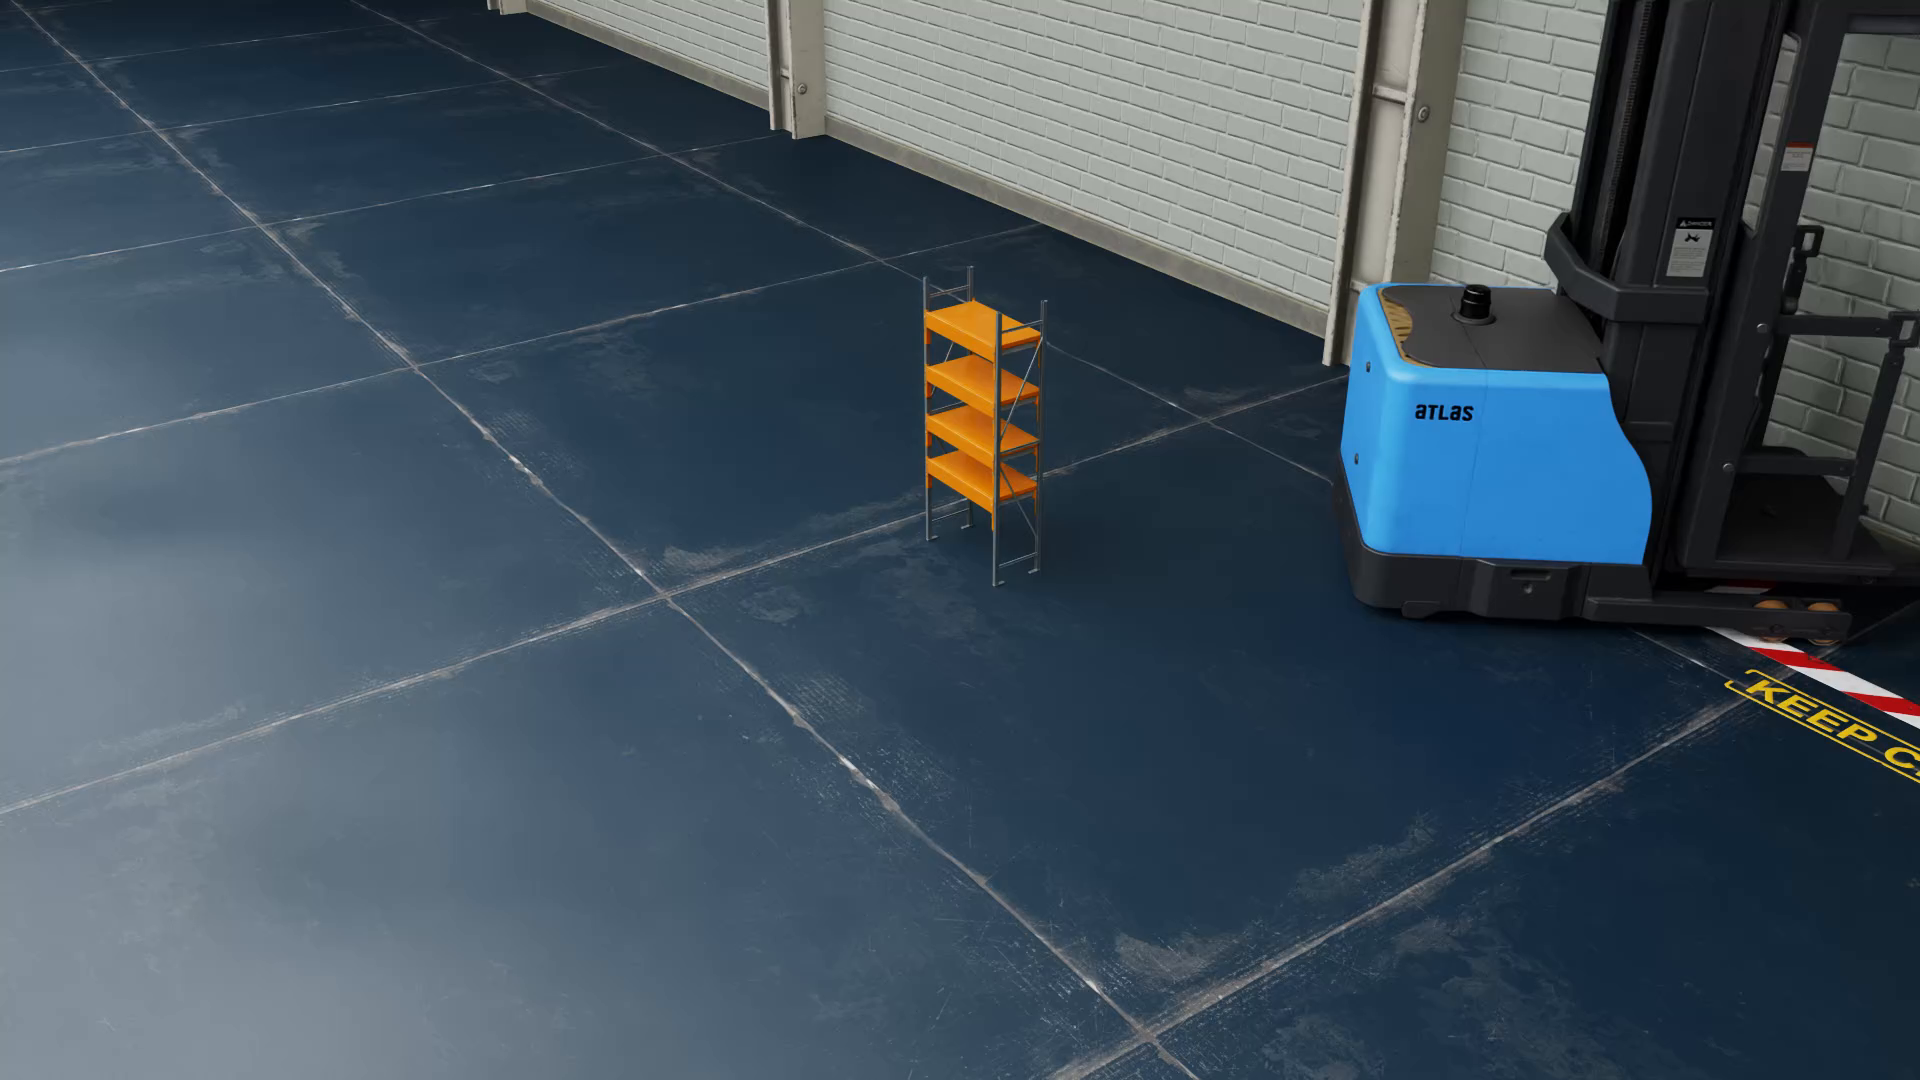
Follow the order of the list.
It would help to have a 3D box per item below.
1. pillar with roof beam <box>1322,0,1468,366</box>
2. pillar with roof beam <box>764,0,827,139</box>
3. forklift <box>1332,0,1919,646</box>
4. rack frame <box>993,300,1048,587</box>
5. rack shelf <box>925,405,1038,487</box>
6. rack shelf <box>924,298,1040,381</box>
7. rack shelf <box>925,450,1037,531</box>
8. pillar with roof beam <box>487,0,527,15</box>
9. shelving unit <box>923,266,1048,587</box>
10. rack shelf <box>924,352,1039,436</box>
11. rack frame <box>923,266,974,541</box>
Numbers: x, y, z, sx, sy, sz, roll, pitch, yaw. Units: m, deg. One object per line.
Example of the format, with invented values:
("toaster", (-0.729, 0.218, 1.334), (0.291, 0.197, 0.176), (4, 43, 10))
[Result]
("pillar with roof beam", (-1.306, -3.689, 4.613), (9.100, 9.000, 0.400), (-19, 34, -31))
("pillar with roof beam", (-4.786, -6.021, 8.908), (9.100, 9.000, 0.400), (-19, 34, -31))
("forklift", (3.132, -1.142, 6.282), (3.031, 2.935, 1.130), (3, 29, 5))
("rack frame", (0.238, -0.368, 6.670), (0.240, 1.200, 0.015), (-19, 34, -31))
("rack shelf", (0.096, -0.404, 6.877), (0.258, 0.148, 0.480), (-19, 34, -31))
("rack shelf", (0.096, -0.808, 6.658), (0.258, 0.148, 0.480), (-19, 34, -31))
("rack shelf", (0.096, -0.229, 6.972), (0.258, 0.148, 0.480), (-19, 34, -31))
("pillar with roof beam", (-8.266, -8.354, 13.203), (9.100, 9.000, 0.400), (-19, 34, -31))
("shelving unit", (0.096, -0.463, 6.845), (0.258, 1.200, 0.503), (-19, 34, -31))
("rack shelf", (0.096, -0.600, 6.771), (0.258, 0.148, 0.480), (-19, 34, -31))
("rack frame", (-0.046, -0.558, 7.020), (0.240, 1.200, 0.015), (-19, 34, -31))
